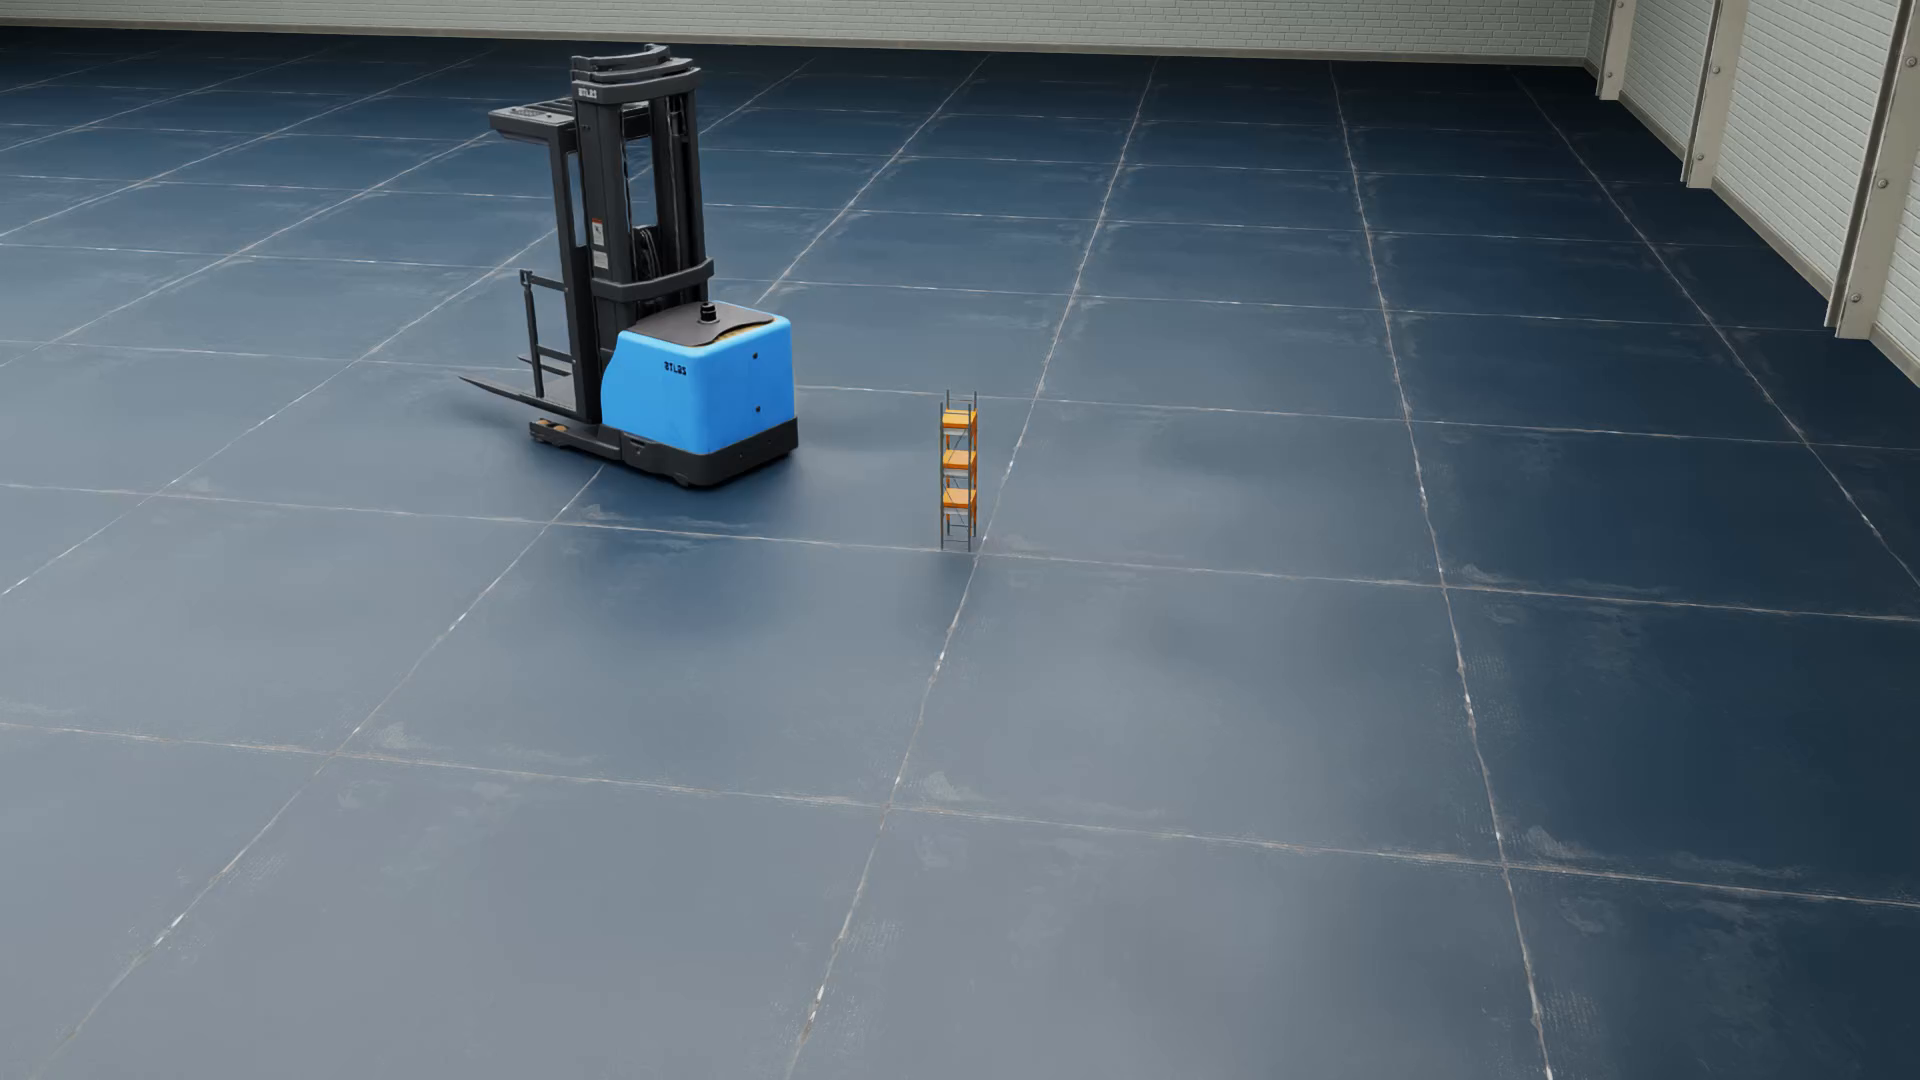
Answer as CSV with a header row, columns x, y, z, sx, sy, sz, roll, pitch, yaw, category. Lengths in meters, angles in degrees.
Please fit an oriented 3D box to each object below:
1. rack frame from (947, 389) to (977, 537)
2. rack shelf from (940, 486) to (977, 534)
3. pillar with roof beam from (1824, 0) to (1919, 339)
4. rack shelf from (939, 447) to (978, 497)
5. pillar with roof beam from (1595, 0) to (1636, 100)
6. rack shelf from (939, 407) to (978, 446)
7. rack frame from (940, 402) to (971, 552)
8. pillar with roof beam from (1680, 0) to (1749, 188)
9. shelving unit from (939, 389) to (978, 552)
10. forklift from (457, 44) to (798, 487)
x,y,z,sx,sy,sz,roll,pitch,yaw,category
0.011,-0.504,11.089,0.200,1.050,0.008,4,25,9,rack frame
-0.009,-0.192,11.102,0.215,0.259,0.240,4,25,9,rack shelf
3.949,-6.293,14.080,9.100,9.000,0.400,4,25,9,pillar with roof beam
-0.009,-0.444,10.984,0.215,0.259,0.240,4,25,9,rack shelf
5.910,-11.312,24.802,9.100,9.000,0.400,4,25,9,pillar with roof beam
-0.009,-0.701,10.864,0.215,0.259,0.240,4,25,9,rack shelf
-0.029,-0.402,10.871,0.200,1.050,0.008,4,25,9,rack frame
4.929,-8.802,19.441,9.100,9.000,0.400,4,25,9,pillar with roof beam
-0.009,-0.453,10.980,0.215,1.050,0.252,4,25,9,shelving unit
-2.707,-2.198,12.487,3.031,2.935,1.130,18,30,33,forklift
